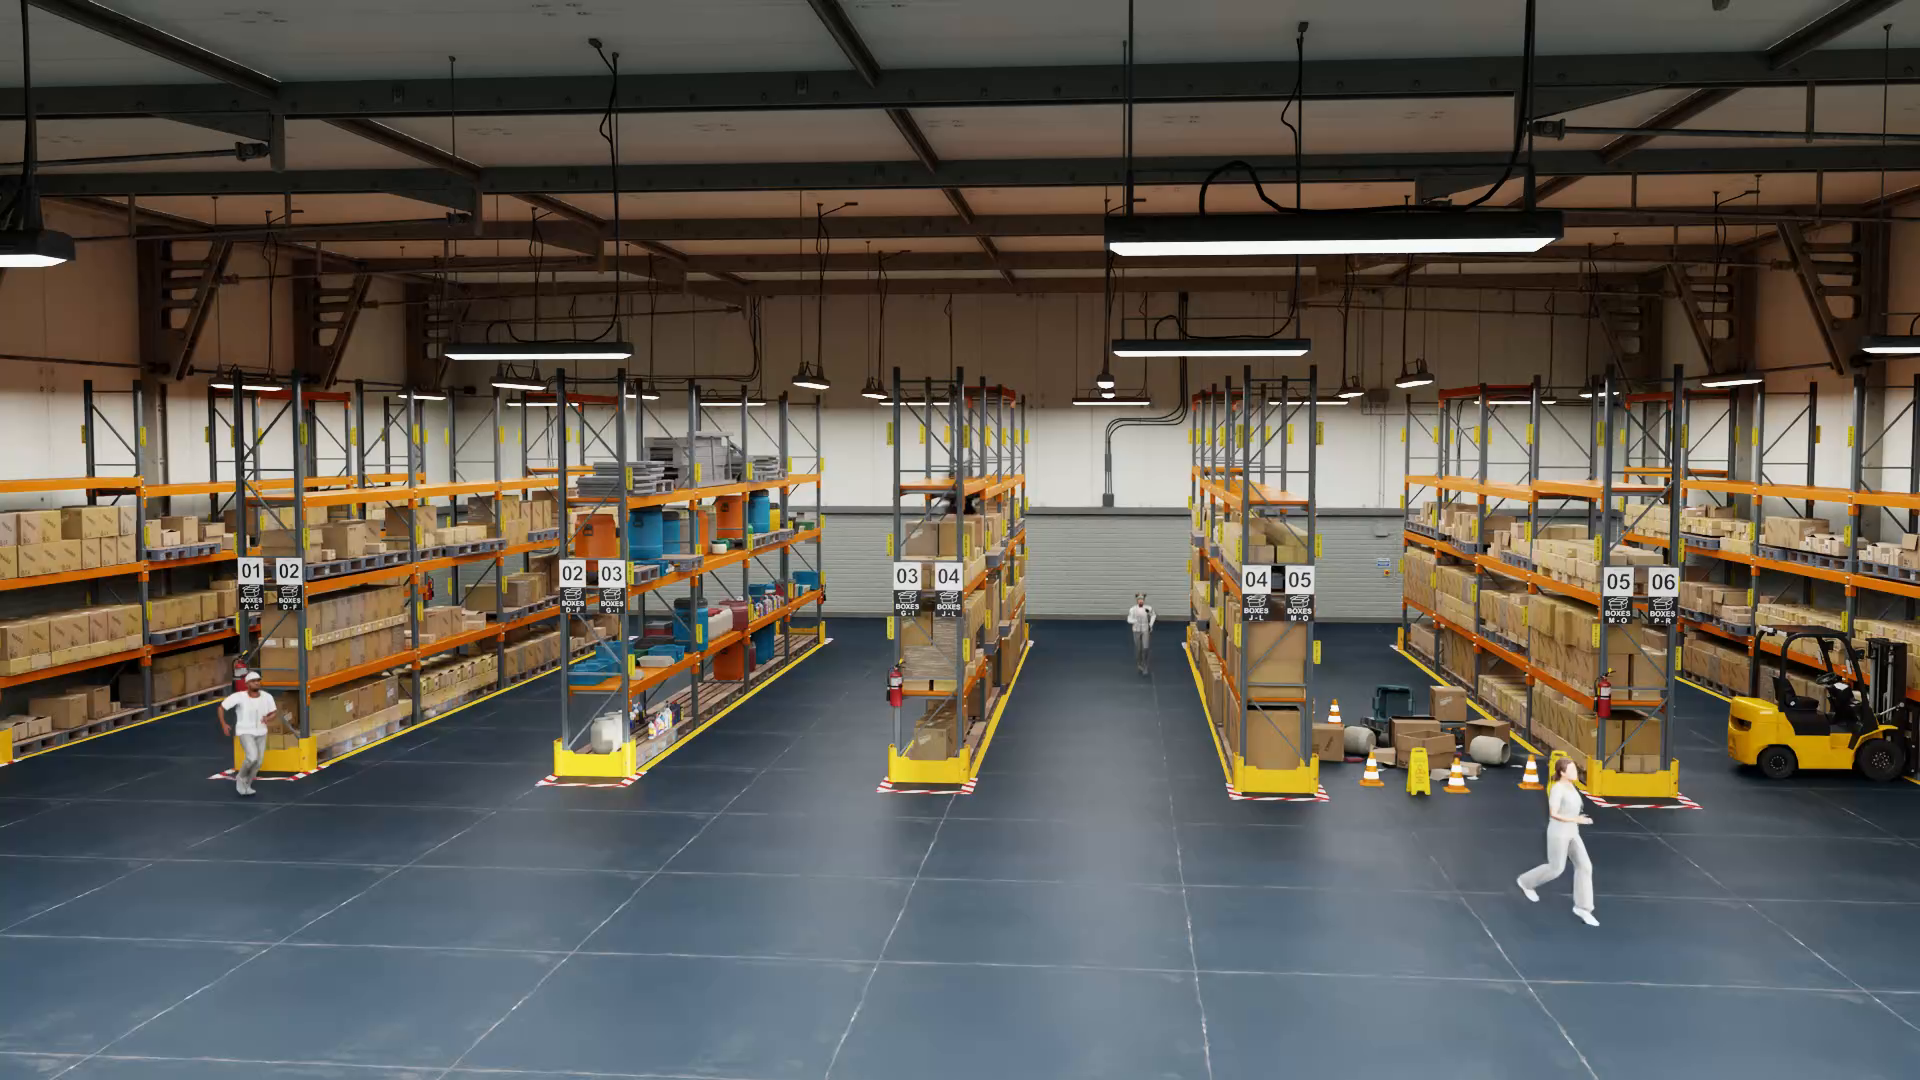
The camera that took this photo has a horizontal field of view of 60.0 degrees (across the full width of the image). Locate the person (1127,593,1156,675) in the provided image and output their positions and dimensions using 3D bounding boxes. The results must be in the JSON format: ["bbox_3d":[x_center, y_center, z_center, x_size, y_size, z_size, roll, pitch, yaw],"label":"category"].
[{"bbox_3d":[3.836,1.979,35.186,0.594,1.753,0.753,1,4,9],"label":"person"}]

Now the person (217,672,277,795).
[{"bbox_3d":[-9.837,2.693,23.118,0.610,1.707,0.717,3,5,38],"label":"person"}]

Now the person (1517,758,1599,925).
[{"bbox_3d":[6.250,3.107,17.350,0.922,1.710,0.597,4,5,45],"label":"person"}]
